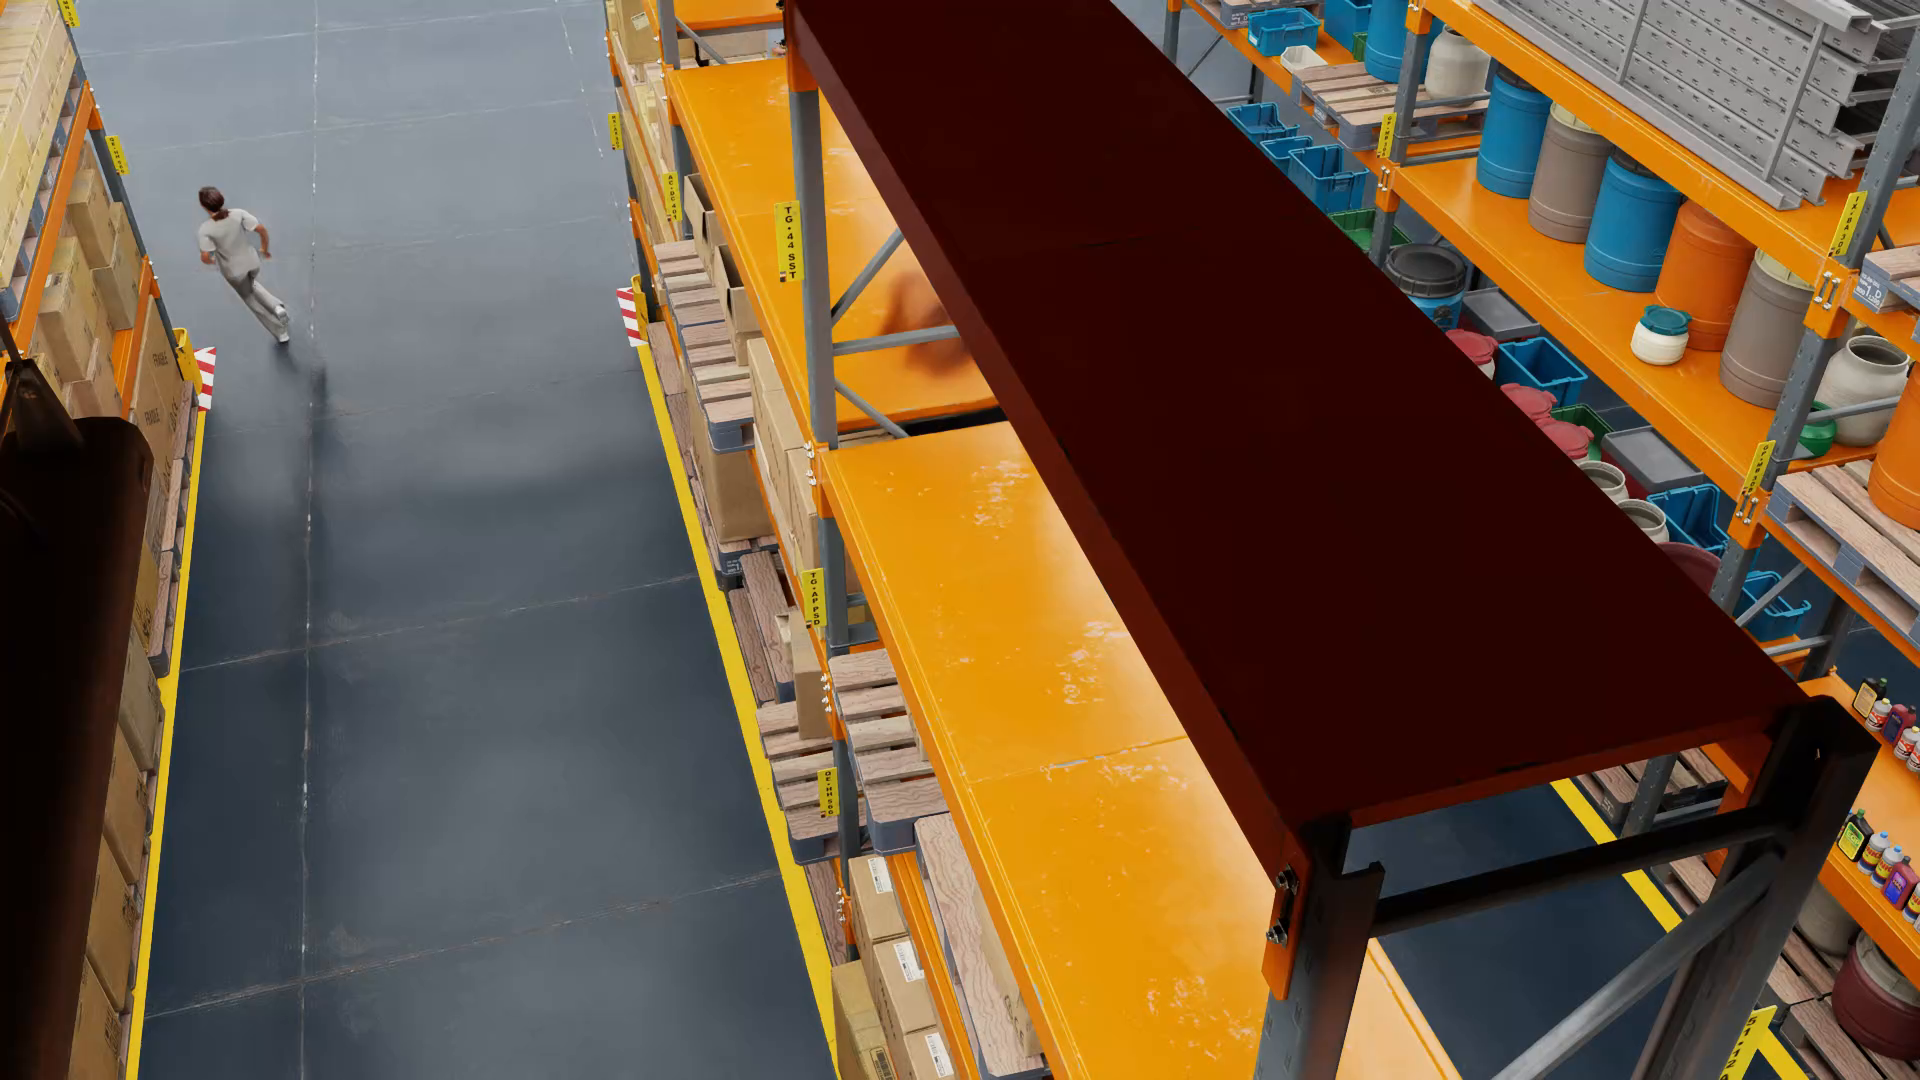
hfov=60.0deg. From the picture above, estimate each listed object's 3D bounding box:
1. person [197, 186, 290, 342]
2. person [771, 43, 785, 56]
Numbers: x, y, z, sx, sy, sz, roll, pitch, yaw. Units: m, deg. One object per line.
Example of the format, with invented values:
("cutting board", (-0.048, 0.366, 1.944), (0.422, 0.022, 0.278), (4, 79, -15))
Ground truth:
("person", (-6.362, -2.417, 14.586), (0.513, 1.597, 0.597), (27, 46, 30))
("person", (-1.725, -5.134, 17.947), (0.590, 1.677, 0.664), (9, 39, 12))
